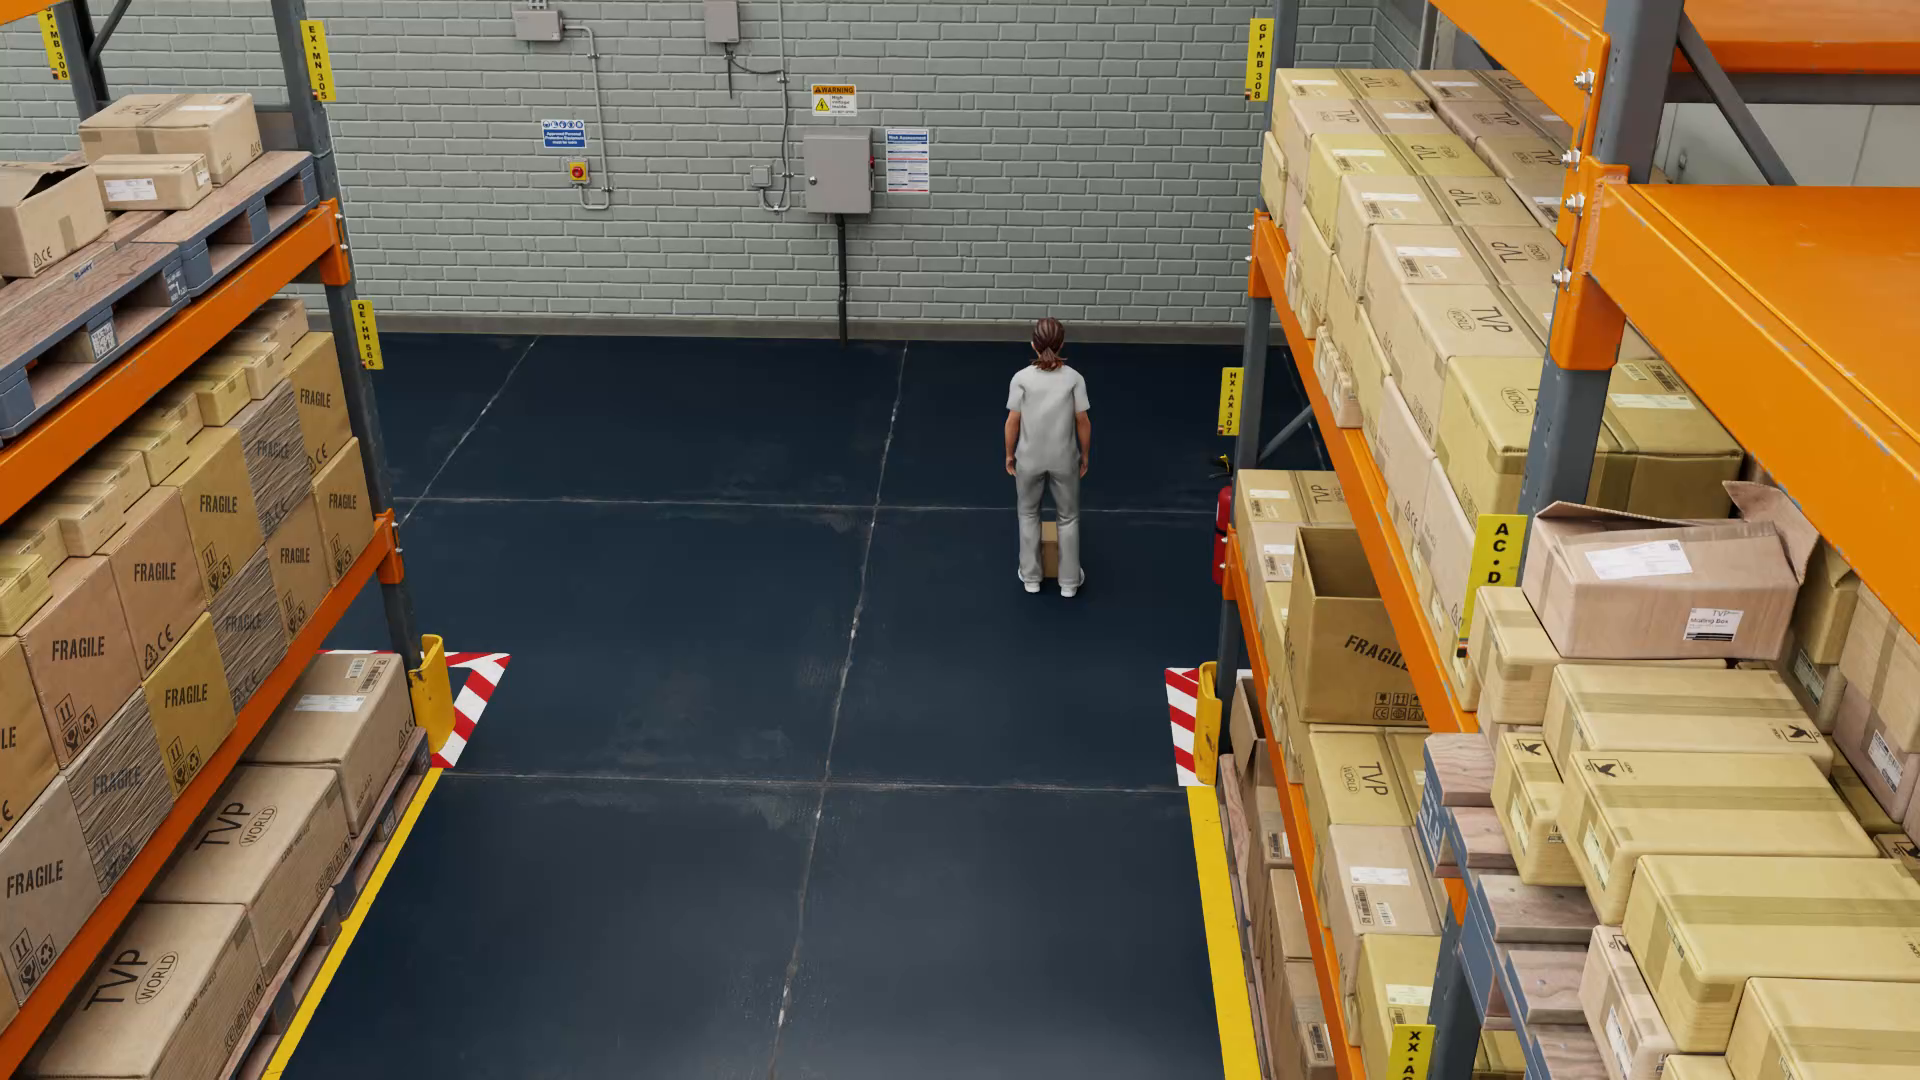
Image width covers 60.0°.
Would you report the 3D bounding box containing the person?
[{"bbox_3d":[0.498,-0.466,9.496,0.486,1.673,0.404,1,28,2],"label":"person"}]
